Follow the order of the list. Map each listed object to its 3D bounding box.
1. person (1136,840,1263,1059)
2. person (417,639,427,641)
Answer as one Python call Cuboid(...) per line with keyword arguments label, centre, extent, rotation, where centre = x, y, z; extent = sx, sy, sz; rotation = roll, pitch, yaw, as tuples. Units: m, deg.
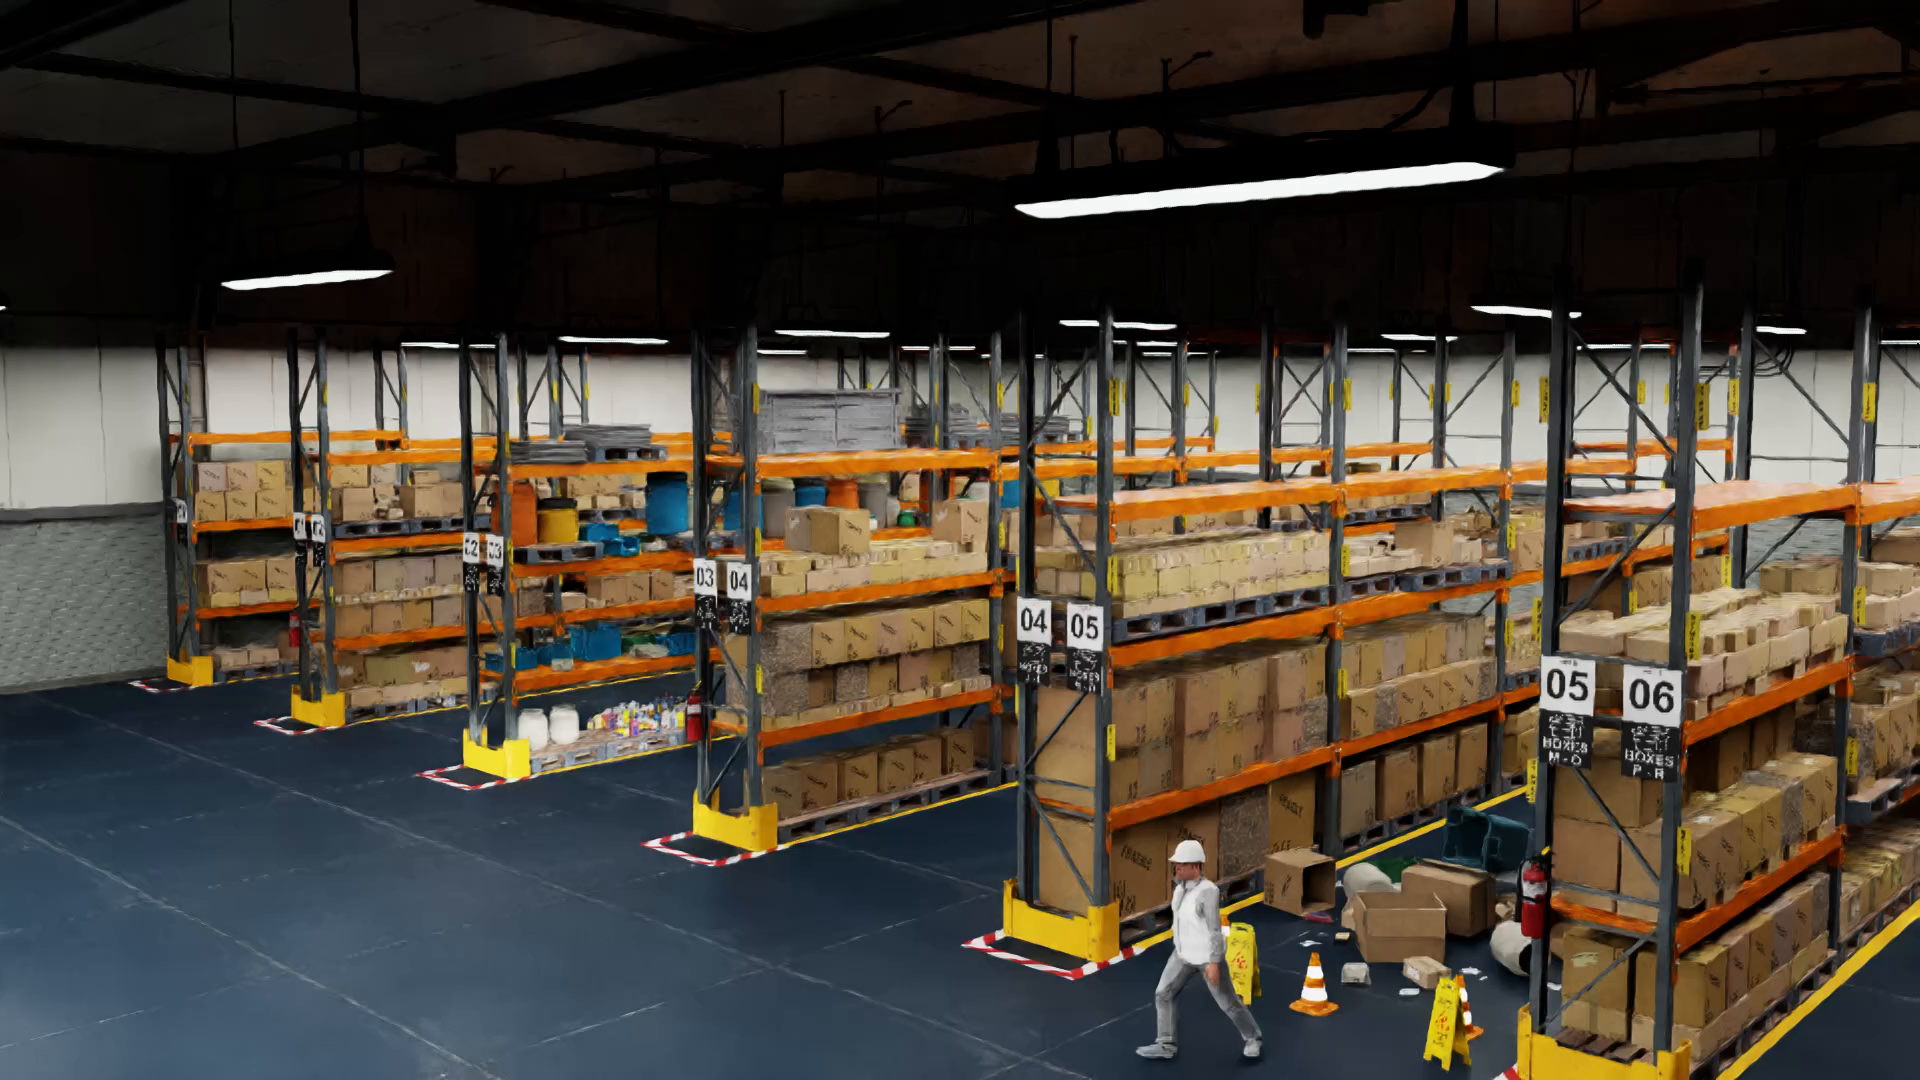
Cuboid(label="person", centre=(1.859, 3.125, 12.676), extent=(0.955, 1.721, 0.574), rotation=(-3, 6, -26))
Cuboid(label="person", centre=(-9.602, 1.569, 29.320), extent=(0.536, 1.659, 1.036), rotation=(4, 7, 35))
